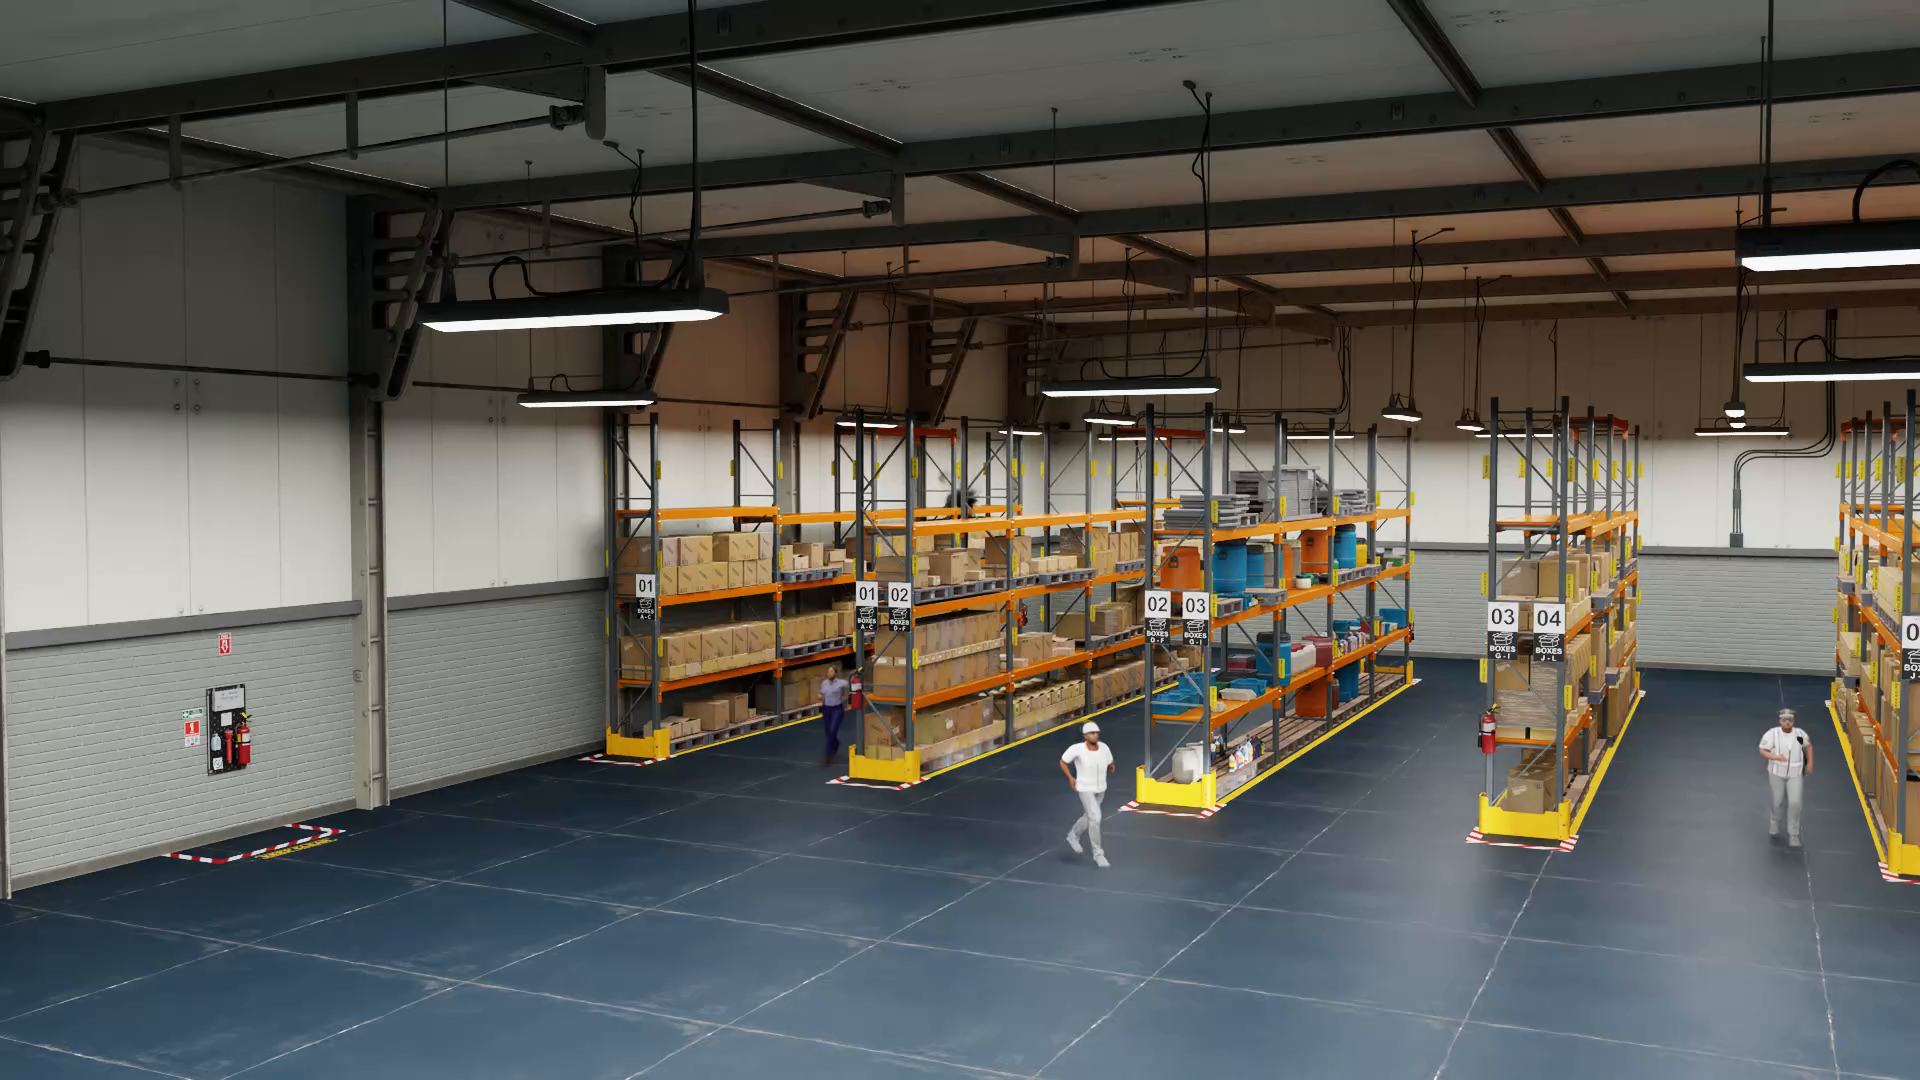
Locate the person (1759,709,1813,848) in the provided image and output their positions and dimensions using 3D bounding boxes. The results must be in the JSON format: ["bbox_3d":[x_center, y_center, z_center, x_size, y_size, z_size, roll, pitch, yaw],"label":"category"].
[{"bbox_3d":[11.129,3.182,22.426,0.668,1.844,0.805,1,3,19],"label":"person"}]

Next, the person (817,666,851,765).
[{"bbox_3d":[-2.201,2.977,28.570,0.611,1.625,0.992,1,3,24],"label":"person"}]

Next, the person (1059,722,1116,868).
[{"bbox_3d":[1.685,3.216,21.301,0.676,1.794,0.909,-2,3,-34],"label":"person"}]
